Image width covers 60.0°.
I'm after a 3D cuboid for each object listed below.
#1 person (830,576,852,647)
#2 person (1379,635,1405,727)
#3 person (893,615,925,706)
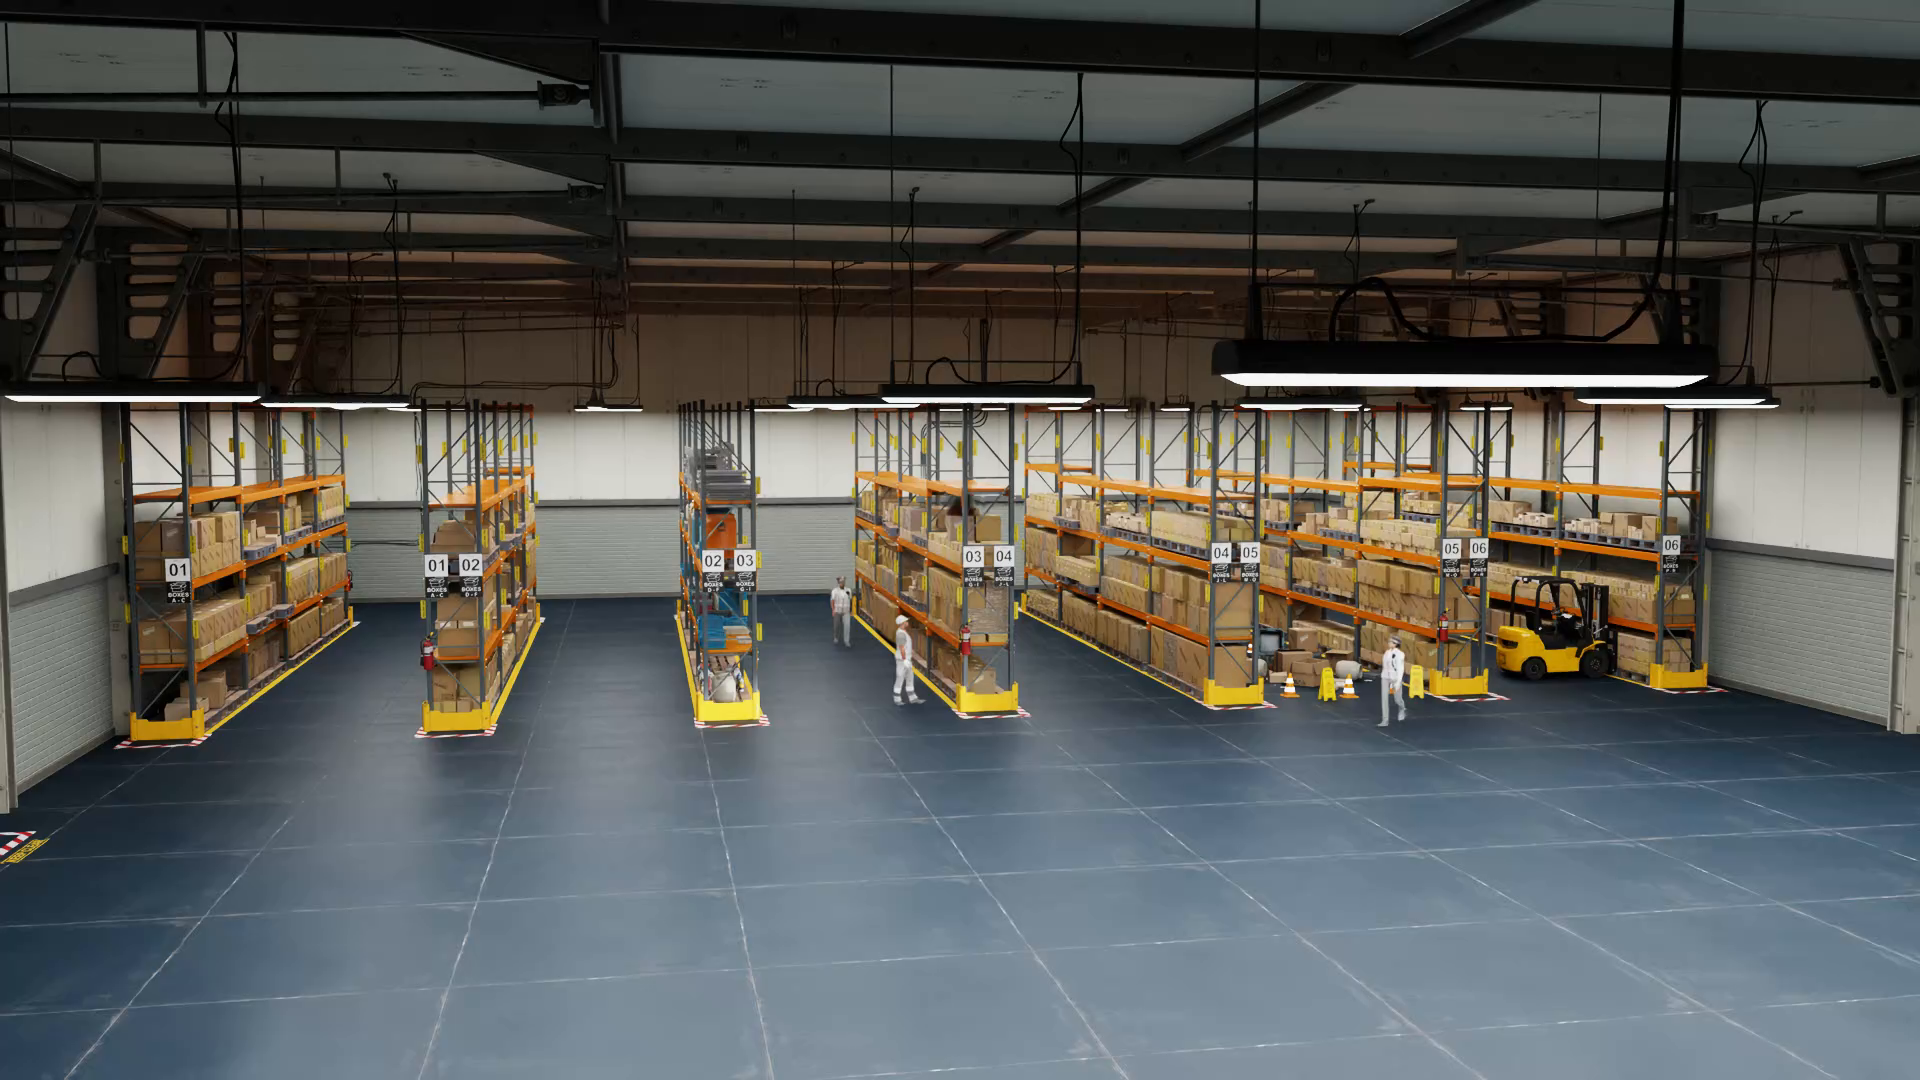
[{"bbox_3d":[-2.930,1.752,41.114,0.543,1.725,1.048,-1,4,-10],"label":"person"},{"bbox_3d":[7.981,2.568,30.625,0.435,1.673,0.776,2,5,29],"label":"person"},{"bbox_3d":[-1.016,2.365,32.777,0.584,1.780,0.629,1,4,11],"label":"person"}]
